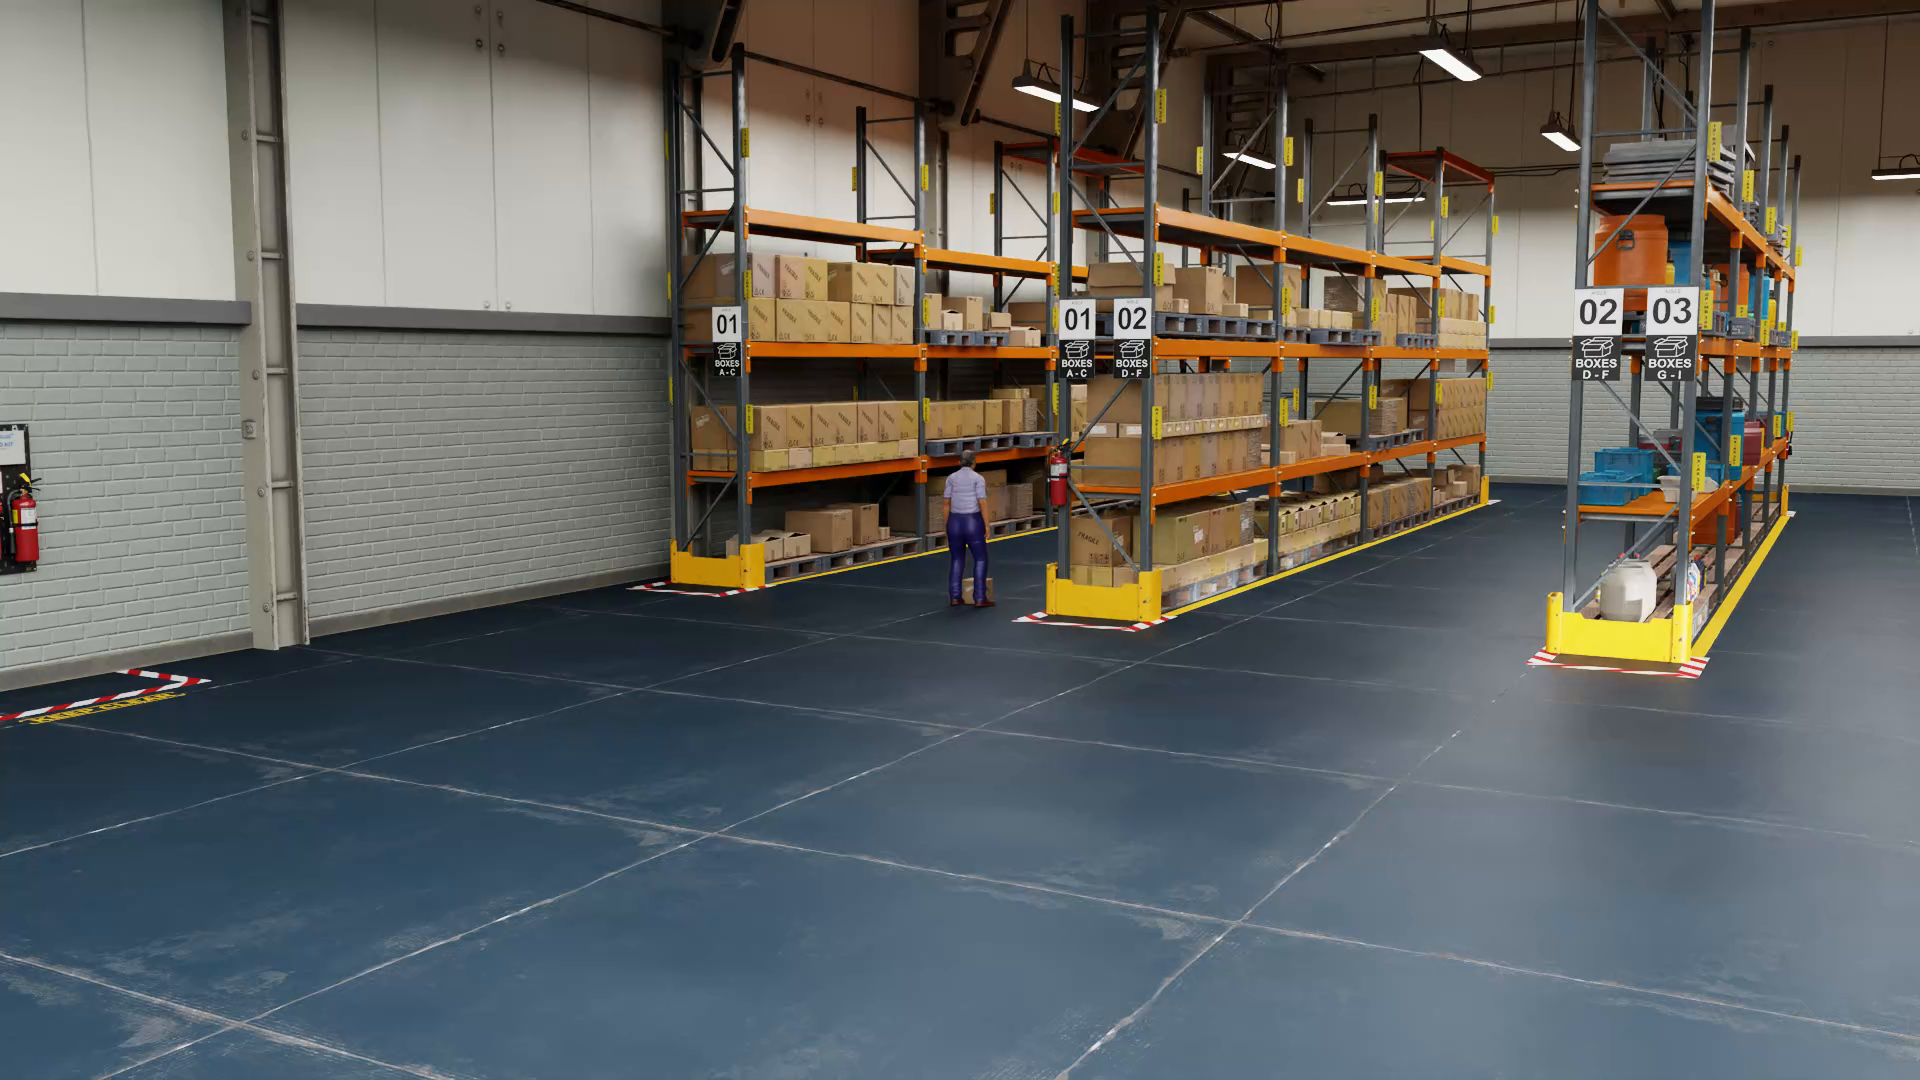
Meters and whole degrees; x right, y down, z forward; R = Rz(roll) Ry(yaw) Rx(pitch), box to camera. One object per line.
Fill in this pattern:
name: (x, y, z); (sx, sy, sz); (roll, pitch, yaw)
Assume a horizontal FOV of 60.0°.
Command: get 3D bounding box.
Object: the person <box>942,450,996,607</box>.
person: (0.083, -0.125, 17.596); (0.555, 1.650, 0.376); (3, 7, 25)
